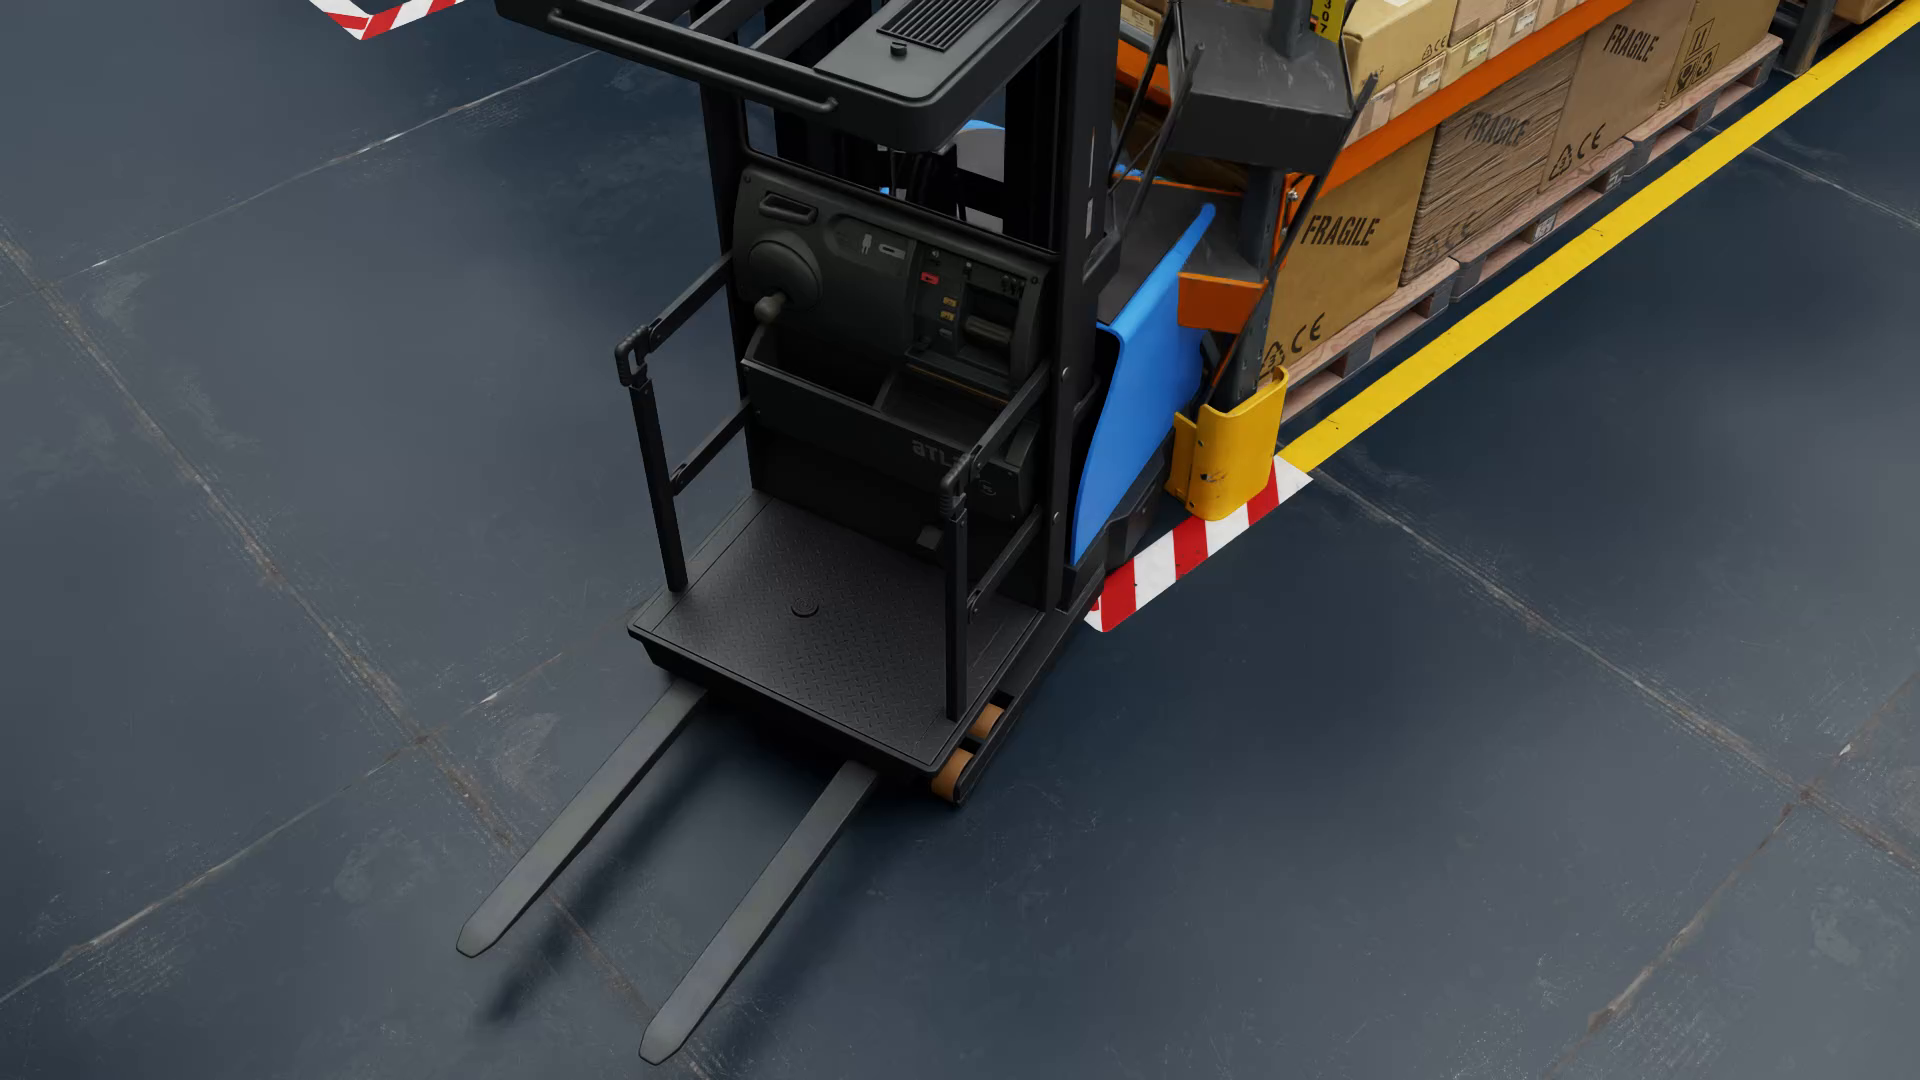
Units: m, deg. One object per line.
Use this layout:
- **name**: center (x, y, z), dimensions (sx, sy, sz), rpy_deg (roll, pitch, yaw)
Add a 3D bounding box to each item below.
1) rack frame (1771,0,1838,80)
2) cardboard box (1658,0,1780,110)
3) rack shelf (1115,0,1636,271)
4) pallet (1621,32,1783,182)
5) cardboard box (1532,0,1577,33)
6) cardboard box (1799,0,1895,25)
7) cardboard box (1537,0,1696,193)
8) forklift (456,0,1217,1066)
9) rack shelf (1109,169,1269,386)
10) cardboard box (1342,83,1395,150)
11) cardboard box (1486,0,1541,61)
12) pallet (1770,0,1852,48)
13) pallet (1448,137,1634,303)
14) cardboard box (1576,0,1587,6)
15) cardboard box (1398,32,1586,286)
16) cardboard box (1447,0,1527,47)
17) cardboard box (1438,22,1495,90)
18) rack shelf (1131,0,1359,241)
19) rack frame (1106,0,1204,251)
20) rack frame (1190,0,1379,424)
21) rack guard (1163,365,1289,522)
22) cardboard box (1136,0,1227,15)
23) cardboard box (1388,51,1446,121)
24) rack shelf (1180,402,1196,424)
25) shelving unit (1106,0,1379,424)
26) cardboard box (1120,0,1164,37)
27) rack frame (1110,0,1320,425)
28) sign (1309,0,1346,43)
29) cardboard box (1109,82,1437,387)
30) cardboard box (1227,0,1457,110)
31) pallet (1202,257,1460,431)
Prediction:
- **rack frame**: center (3.587, -3.454, 6.896), dimensions (0.127, 3.000, 1.000), rpy_deg (-34, 56, -27)
- **cardboard box**: center (3.045, -2.593, 7.262), dimensions (0.875, 0.875, 0.875), rpy_deg (-34, 56, -27)
- **rack shelf**: center (2.107, -2.221, 6.248), dimensions (4.000, 0.370, 1.077), rpy_deg (-34, 56, -27)
- **pallet**: center (2.972, -2.175, 7.613), dimensions (1.213, 0.211, 1.003), rpy_deg (-34, 56, -27)
- **cardboard box**: center (1.871, -1.896, 5.630), dimensions (0.250, 0.149, 0.380), rpy_deg (-35, 56, -28)
- **cardboard box**: center (4.047, -3.203, 7.825), dimensions (0.875, 0.875, 1.225), rpy_deg (-34, 56, -27)
- **cardboard box**: center (2.379, -2.148, 6.851), dimensions (0.875, 0.875, 0.875), rpy_deg (-34, 56, -27)
- **forklift**: center (-0.309, -0.596, 4.306), dimensions (1.130, 2.935, 3.031), rpy_deg (23, 51, 20)
- **rack shelf**: center (0.660, -0.849, 5.375), dimensions (0.480, 0.518, 0.431), rpy_deg (7, 56, -9)
- **cardboard box**: center (1.112, -1.387, 5.160), dimensions (0.250, 0.149, 0.380), rpy_deg (-33, 55, -27)
- **cardboard box**: center (1.683, -1.771, 5.514), dimensions (0.250, 0.149, 0.380), rpy_deg (-35, 56, -28)
- **pallet**: center (4.107, -2.931, 8.311), dimensions (1.213, 0.211, 1.003), rpy_deg (-34, 56, -27)
- **pallet**: center (2.069, -1.569, 7.054), dimensions (1.213, 0.211, 1.003), rpy_deg (-34, 56, -27)
- **cardboard box**: center (2.062, -2.024, 5.748), dimensions (0.250, 0.149, 0.380), rpy_deg (-34, 56, -27)
- **cardboard box**: center (1.721, -1.708, 6.445), dimensions (0.875, 0.875, 0.875), rpy_deg (-34, 56, -27)
- **cardboard box**: center (1.545, -1.877, 5.341), dimensions (0.500, 0.250, 0.500), rpy_deg (-34, 56, -28)
- **cardboard box**: center (1.490, -1.642, 5.395), dimensions (0.250, 0.149, 0.380), rpy_deg (-35, 56, -28)
- **rack shelf**: center (0.800, -1.228, 4.803), dimensions (0.480, 0.518, 0.431), rpy_deg (7, 56, -9)
- **rack frame**: center (0.424, -0.884, 5.324), dimensions (0.015, 2.100, 0.400), rpy_deg (7, 56, -9)
- **rack frame**: center (0.902, -0.828, 5.403), dimensions (0.015, 2.100, 0.400), rpy_deg (7, 56, -9)
- **rack guard**: center (0.610, -0.617, 5.979), dimensions (0.348, 0.500, 1.175), rpy_deg (-34, 56, -27)
- **cardboard box**: center (0.808, -1.910, 5.371), dimensions (0.500, 0.250, 0.500), rpy_deg (-35, 56, -28)
- **cardboard box**: center (1.301, -1.515, 5.278), dimensions (0.250, 0.149, 0.380), rpy_deg (-35, 56, -28)
- **rack shelf**: center (0.520, -0.469, 5.946), dimensions (0.480, 0.518, 0.431), rpy_deg (7, 56, -9)
- **shelving unit**: center (0.663, -0.856, 5.364), dimensions (0.503, 2.100, 0.431), rpy_deg (7, 56, -9)
- **cardboard box**: center (0.670, -1.746, 5.491), dimensions (0.250, 0.149, 0.380), rpy_deg (-33, 55, -27)
- **rack frame**: center (0.628, -1.476, 5.071), dimensions (0.127, 3.000, 1.000), rpy_deg (-34, 56, -27)
- **sign**: center (0.997, -1.492, 4.443), dimensions (0.005, 0.325, 0.100), rpy_deg (-34, 56, -27)
- **cardboard box**: center (1.047, -1.258, 6.030), dimensions (0.875, 0.875, 0.875), rpy_deg (-34, 56, -27)
- **cardboard box**: center (1.164, -1.617, 5.101), dimensions (0.500, 0.250, 0.500), rpy_deg (-35, 56, -28)
- **pallet**: center (1.167, -0.969, 6.500), dimensions (1.213, 0.211, 1.003), rpy_deg (-34, 56, -27)
